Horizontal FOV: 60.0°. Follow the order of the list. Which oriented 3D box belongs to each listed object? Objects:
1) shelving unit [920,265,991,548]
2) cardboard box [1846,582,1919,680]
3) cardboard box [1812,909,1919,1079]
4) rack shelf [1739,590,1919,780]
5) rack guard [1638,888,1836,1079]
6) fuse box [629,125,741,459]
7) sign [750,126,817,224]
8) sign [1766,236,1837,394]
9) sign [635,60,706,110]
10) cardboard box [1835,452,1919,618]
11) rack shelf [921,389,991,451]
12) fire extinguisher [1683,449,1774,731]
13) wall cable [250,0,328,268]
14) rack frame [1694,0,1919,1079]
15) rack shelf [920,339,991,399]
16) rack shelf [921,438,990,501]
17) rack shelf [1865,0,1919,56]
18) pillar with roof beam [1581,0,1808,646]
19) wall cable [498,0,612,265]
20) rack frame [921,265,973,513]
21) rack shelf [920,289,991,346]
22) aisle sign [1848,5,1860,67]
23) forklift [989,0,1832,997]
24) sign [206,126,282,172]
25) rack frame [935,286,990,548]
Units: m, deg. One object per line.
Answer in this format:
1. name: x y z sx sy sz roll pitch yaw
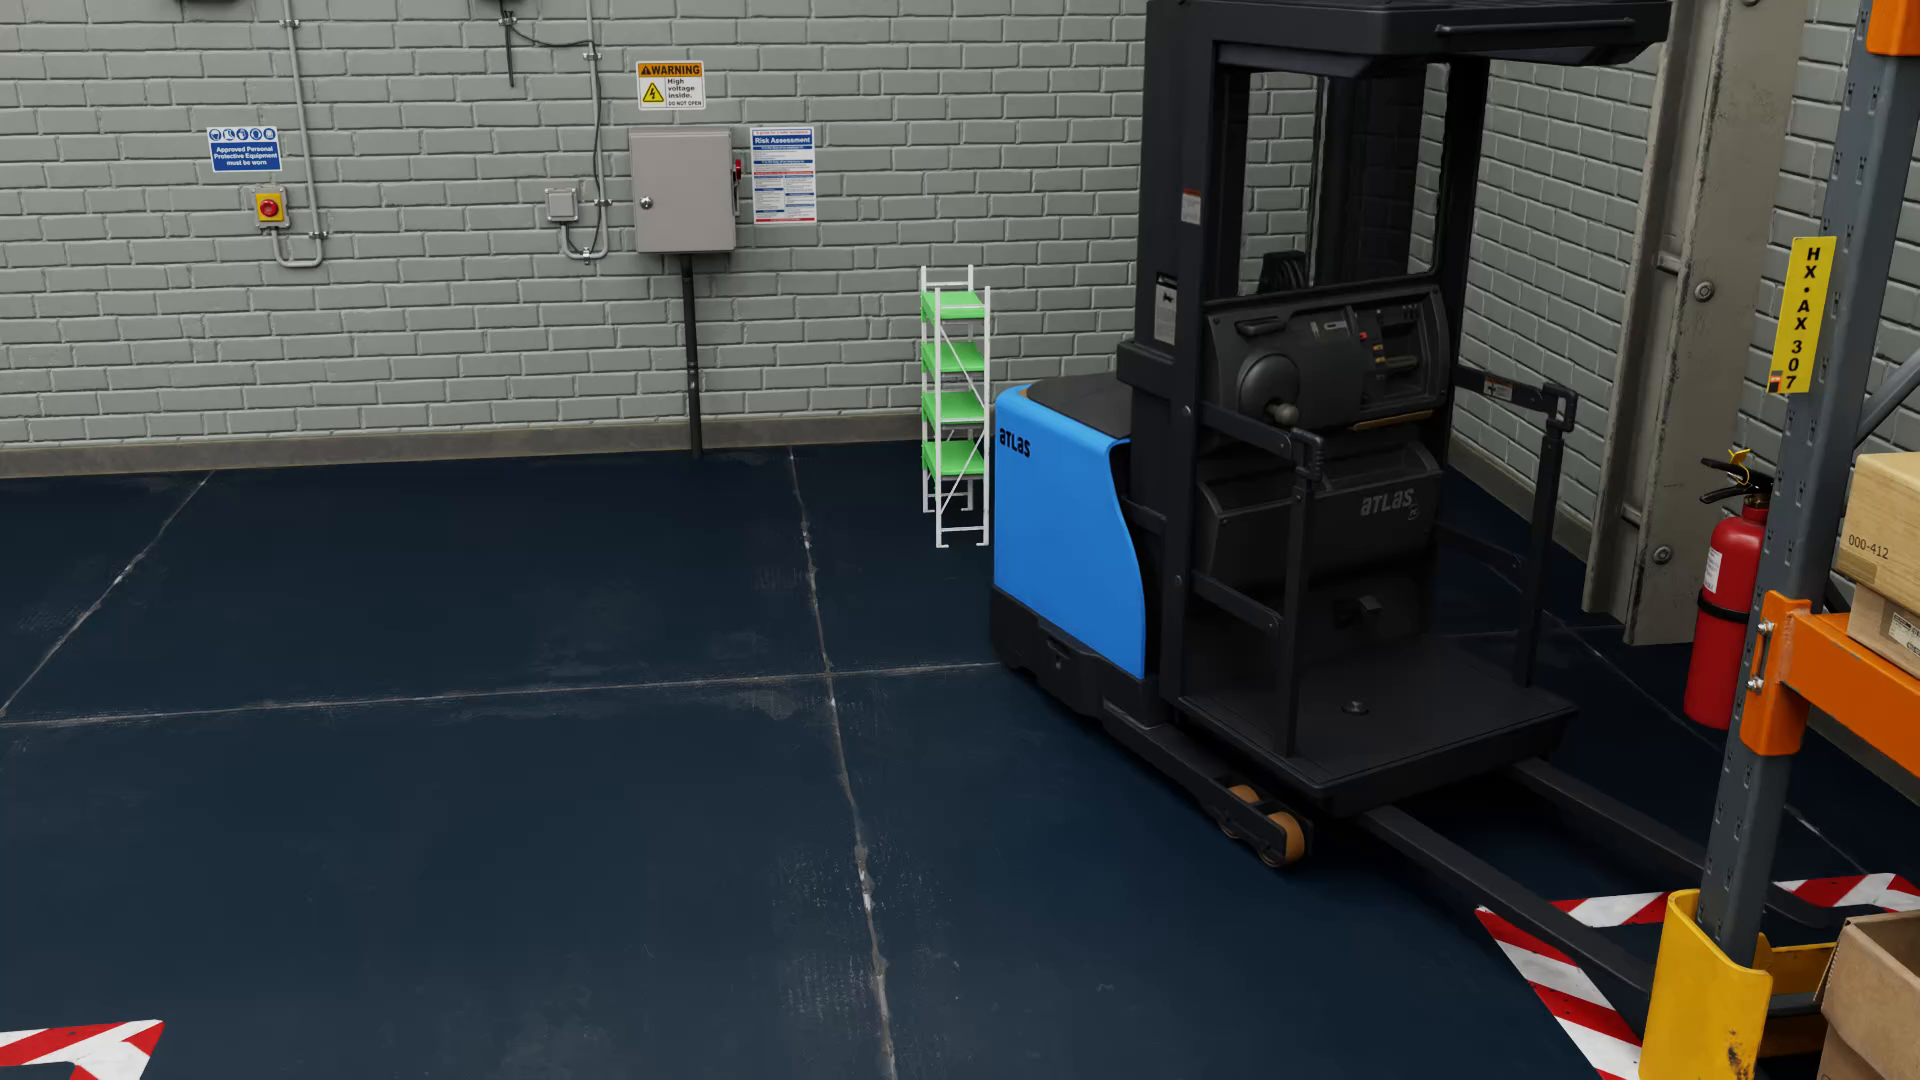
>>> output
1. shelving unit: -0.024 -0.619 7.660 0.258 1.200 0.503 -3 21 -8
2. cardboard box: 2.050 0.162 3.354 0.380 0.149 0.250 -3 21 -8
3. cardboard box: 2.268 1.106 3.436 0.797 0.503 0.637 -4 21 -10
4. rack shelf: 2.562 0.946 1.924 1.077 0.370 4.000 -3 21 -8
5. rack guard: 2.285 1.114 4.019 1.175 0.500 0.348 -3 21 -8
6. fuse box: -1.374 -1.235 8.576 0.539 1.711 0.414 -3 21 -8
7. sign: -0.915 -1.890 8.626 0.329 0.494 0.001 -3 21 -8
8. sign: 1.737 -0.461 3.427 0.100 0.325 0.005 -3 21 -8
9. sign: -1.458 -2.294 8.391 0.339 0.242 0.001 -3 21 -8
10. cardboard box: 2.072 0.018 3.169 0.500 0.250 0.500 -3 21 -7
11. rack shelf: -0.024 -0.560 7.682 0.258 0.148 0.480 -3 21 -8
12. fire extinguisher: 1.795 0.100 3.805 0.296 0.674 0.183 -3 21 -8
13. wall cable: -3.474 -2.273 8.019 0.585 1.953 0.123 -3 21 -8
14. rack frame: 2.274 -0.083 3.652 1.000 3.000 0.127 -3 21 -8
15. rack shelf: -0.024 -0.784 7.598 0.258 0.148 0.480 -3 21 -8
16. rack shelf: -0.024 -0.335 7.766 0.258 0.148 0.480 -3 21 -8
17. rack shelf: 2.562 -0.459 1.399 1.077 0.370 4.000 -3 21 -8
18. pillar with roof beam: -1.483 -3.656 4.642 9.100 9.000 0.400 -3 21 -8
19. wall cable: -2.072 -2.334 8.227 0.588 1.984 0.122 -3 21 -8
20. rack frame: -0.059 -0.704 7.886 0.240 1.200 0.015 -3 21 -8
21. rack shelf: -0.024 -1.009 7.514 0.258 0.148 0.480 -3 21 -8
22. aisle sign: 1.973 -1.310 3.221 0.394 0.787 0.004 -3 21 -8
23. forklift: 1.270 -0.560 5.027 1.130 2.935 3.031 -11 23 -27
24. sign: -3.530 -1.928 8.205 0.327 0.218 0.001 -3 21 -8
25. rack frame: 0.011 -0.535 7.433 0.240 1.200 0.015 -3 21 -8
